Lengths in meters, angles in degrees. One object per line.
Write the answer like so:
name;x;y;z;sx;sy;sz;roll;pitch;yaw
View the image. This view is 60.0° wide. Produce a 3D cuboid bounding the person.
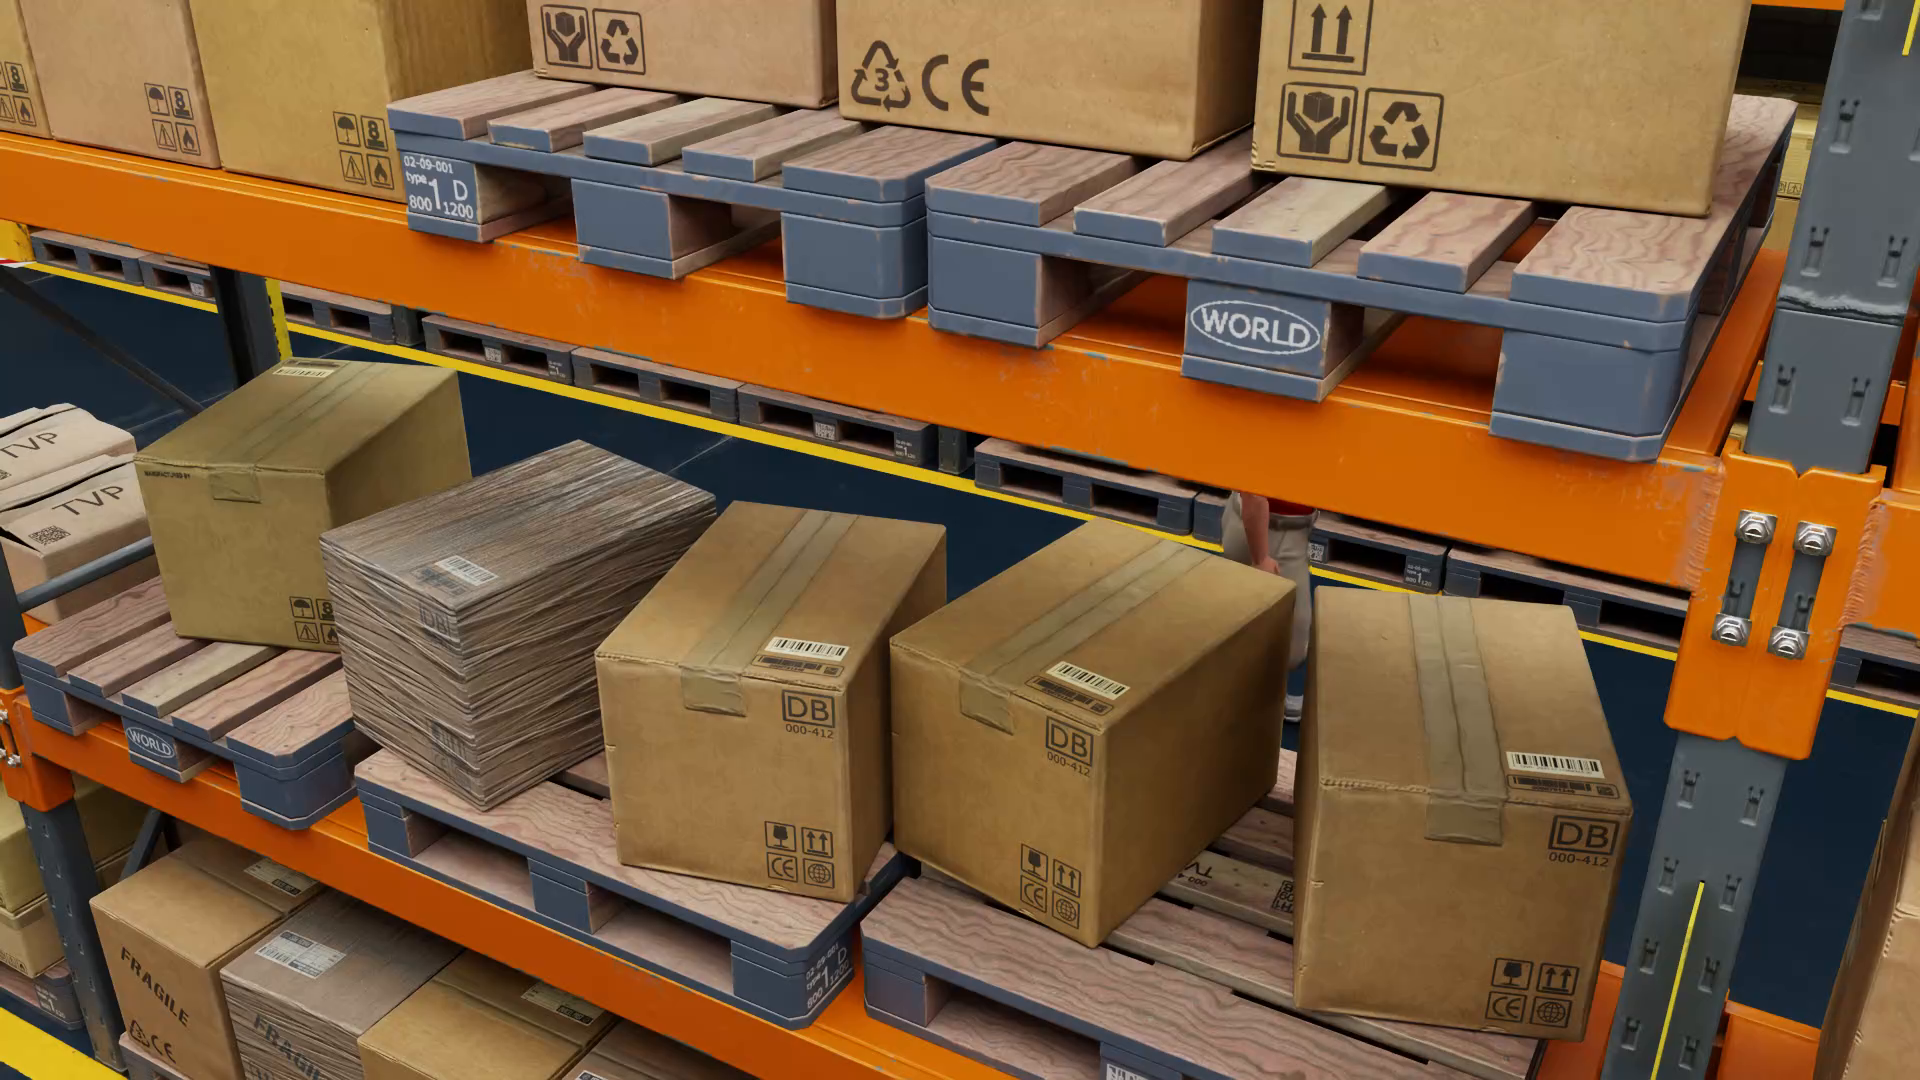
person;1.108;-0.019;6.137;0.650;1.715;0.581;3;27;6
